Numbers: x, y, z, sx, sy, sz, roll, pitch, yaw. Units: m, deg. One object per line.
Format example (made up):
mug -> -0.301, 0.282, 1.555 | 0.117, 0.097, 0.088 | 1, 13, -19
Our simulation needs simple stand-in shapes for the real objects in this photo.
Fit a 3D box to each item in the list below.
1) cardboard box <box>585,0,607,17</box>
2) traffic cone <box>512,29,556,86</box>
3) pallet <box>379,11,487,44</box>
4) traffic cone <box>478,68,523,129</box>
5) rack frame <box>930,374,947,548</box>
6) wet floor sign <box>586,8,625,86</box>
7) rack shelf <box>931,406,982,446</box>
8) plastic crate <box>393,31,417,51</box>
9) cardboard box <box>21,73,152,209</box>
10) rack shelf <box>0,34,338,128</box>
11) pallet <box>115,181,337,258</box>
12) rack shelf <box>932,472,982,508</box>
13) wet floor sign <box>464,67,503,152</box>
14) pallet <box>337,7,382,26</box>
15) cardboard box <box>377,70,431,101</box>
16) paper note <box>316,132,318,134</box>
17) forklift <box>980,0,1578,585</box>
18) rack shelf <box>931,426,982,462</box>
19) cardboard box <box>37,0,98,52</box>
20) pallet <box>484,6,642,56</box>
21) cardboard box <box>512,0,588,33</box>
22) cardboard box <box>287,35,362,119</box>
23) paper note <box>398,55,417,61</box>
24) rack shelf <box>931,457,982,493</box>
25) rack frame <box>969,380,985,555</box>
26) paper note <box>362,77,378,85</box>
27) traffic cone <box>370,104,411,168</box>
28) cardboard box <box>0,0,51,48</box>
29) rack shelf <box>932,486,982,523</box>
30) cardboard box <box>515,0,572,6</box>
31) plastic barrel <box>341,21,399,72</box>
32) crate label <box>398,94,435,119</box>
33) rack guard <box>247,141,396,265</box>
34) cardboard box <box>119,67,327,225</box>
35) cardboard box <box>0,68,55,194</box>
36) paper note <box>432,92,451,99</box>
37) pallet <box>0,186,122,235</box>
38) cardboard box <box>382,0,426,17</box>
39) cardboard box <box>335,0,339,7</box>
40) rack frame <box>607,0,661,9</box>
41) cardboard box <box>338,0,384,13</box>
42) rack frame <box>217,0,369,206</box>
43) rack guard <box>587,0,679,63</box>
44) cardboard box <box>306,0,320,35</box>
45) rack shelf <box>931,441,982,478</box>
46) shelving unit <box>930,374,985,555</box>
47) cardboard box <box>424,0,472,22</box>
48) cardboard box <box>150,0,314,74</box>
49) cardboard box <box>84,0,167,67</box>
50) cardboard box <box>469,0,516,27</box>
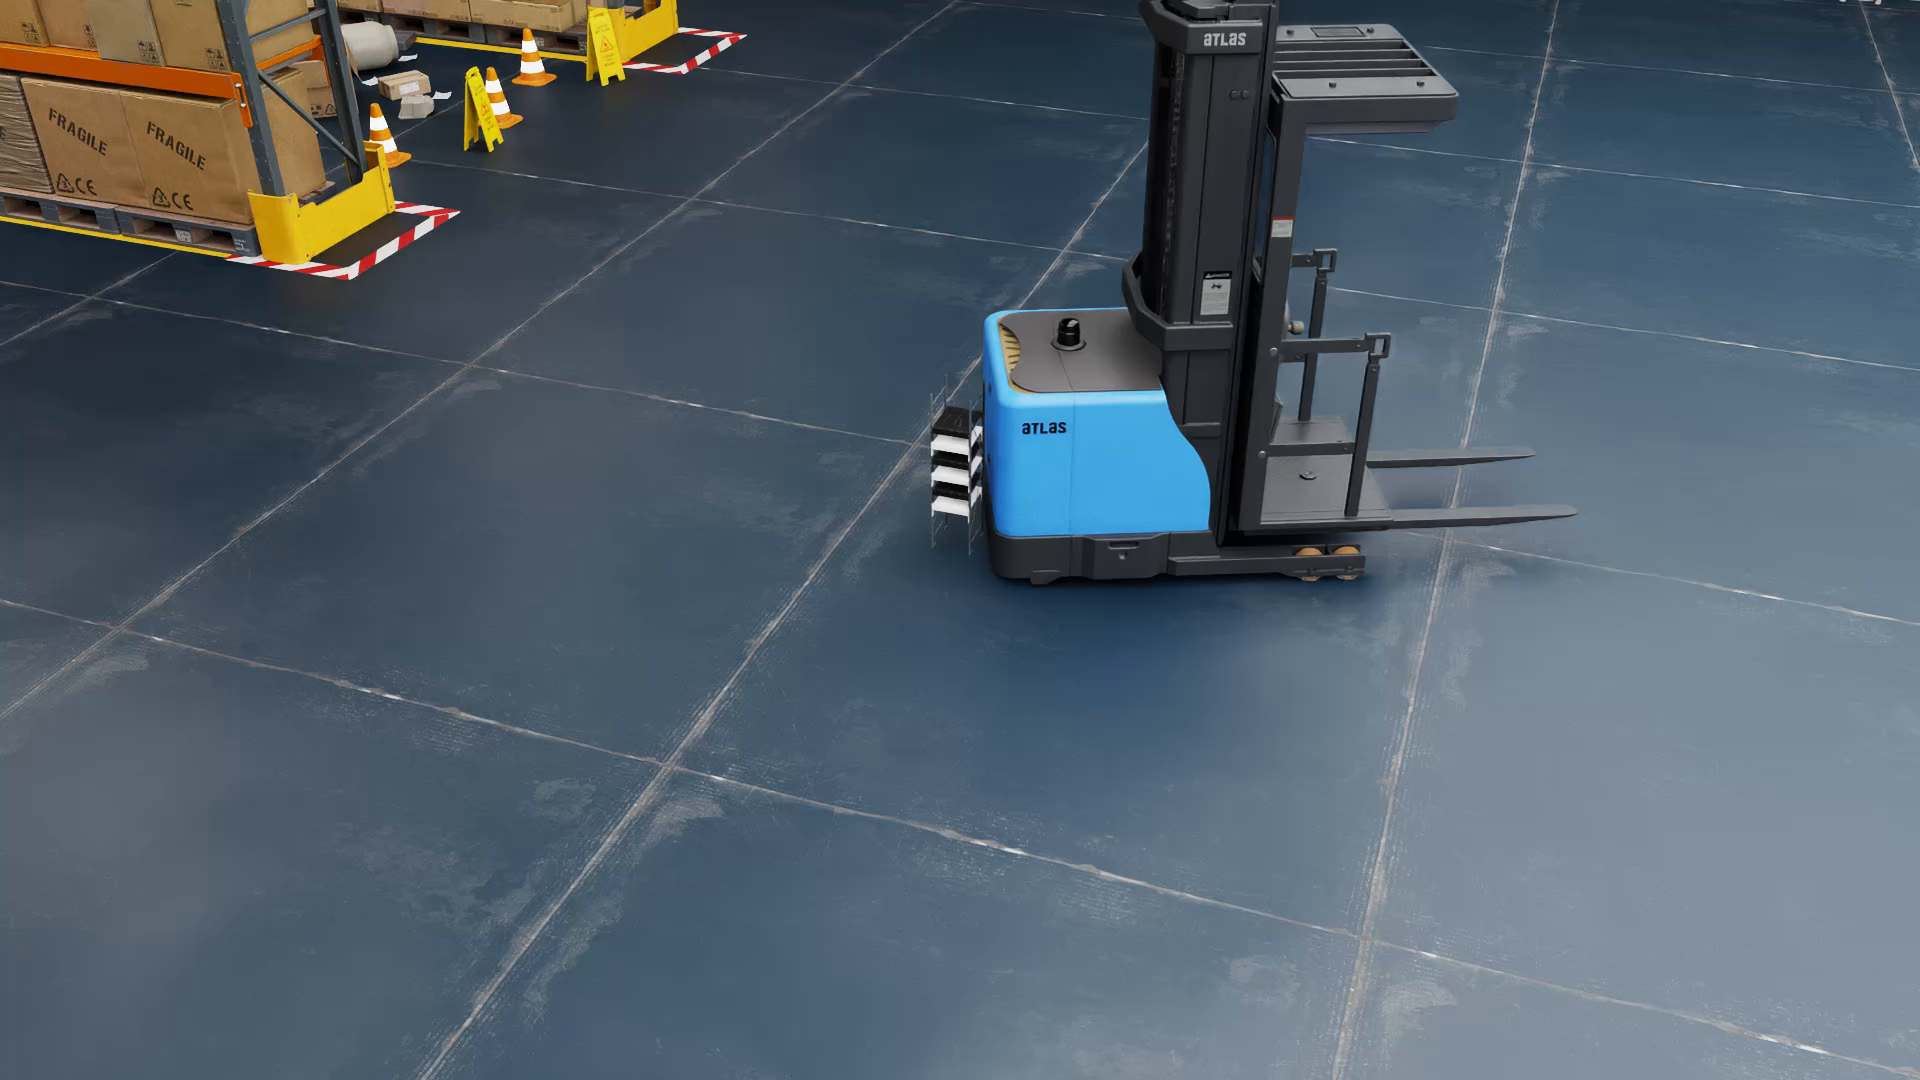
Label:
cardboard box -> -3.745, -5.386, 16.474 | 0.500, 0.250, 0.500 | 11, 34, 16
traffic cone -> -3.919, -4.430, 15.185 | 0.334, 0.463, 0.336 | 11, 34, 16
pallet -> -5.048, -5.309, 16.778 | 1.213, 0.211, 1.003 | 11, 34, 16
traffic cone -> -3.973, -3.801, 14.211 | 0.334, 0.463, 0.336 | 11, 34, 16
rack frame -> -0.108, -0.397, 8.535 | 0.006, 0.900, 0.240 | 10, 34, 15
wet floor sign -> -3.261, -4.506, 15.134 | 0.232, 0.644, 0.267 | 24, 40, 32
rack shelf -> -0.011, -0.578, 8.379 | 0.200, 0.077, 0.258 | 10, 34, 15
plastic crate -> -5.643, -4.875, 16.227 | 0.583, 0.080, 0.402 | 0, 33, 0
cardboard box -> -6.144, -3.064, 12.302 | 0.875, 0.875, 0.875 | 10, 34, 16
rack shelf -> -6.537, -3.594, 12.214 | 4.000, 0.370, 1.077 | 11, 34, 16
pallet -> -5.433, -2.465, 12.373 | 1.213, 0.211, 1.003 | 11, 34, 16
rack shelf -> -0.011, -0.276, 8.575 | 0.200, 0.077, 0.258 | 10, 34, 15
wet floor sign -> -3.959, -3.546, 13.648 | 0.232, 0.644, 0.267 | 5, 33, 8
pallet -> -6.200, -5.532, 17.123 | 1.213, 0.211, 1.003 | 11, 34, 16
cardboard box -> -4.994, -4.086, 14.942 | 0.380, 0.149, 0.250 | -25, 40, -33
paper note -> -5.518, -3.428, 14.033 | 0.142, 0.017, 0.144 | 24, 40, 32
forklift -> 1.649, -1.310, 8.076 | 3.031, 2.935, 1.130 | -2, 33, -3
rack shelf -> -0.011, -0.503, 8.428 | 0.200, 0.077, 0.258 | 10, 34, 15
cardboard box -> -6.028, -3.894, 11.877 | 0.550, 0.550, 0.875 | 11, 34, 16
pallet -> -3.903, -5.085, 16.431 | 1.213, 0.211, 1.003 | 11, 34, 16
cardboard box -> -3.953, -5.112, 16.050 | 0.500, 0.250, 0.500 | 11, 34, 16
cardboard box -> -5.587, -4.056, 14.568 | 0.637, 0.503, 0.797 | -11, 35, -17
paper note -> -5.260, -4.599, 15.845 | 0.148, 0.019, 0.142 | 0, 33, 0
rack shelf -> -0.011, -0.352, 8.526 | 0.200, 0.077, 0.258 | 10, 34, 15
rack frame -> 0.085, -0.362, 8.481 | 0.006, 0.900, 0.240 | 10, 34, 15
paper note -> -5.389, -4.212, 15.257 | 0.142, 0.019, 0.148 | 24, 40, 32
traffic cone -> -4.675, -3.286, 13.413 | 0.334, 0.463, 0.336 | 11, 34, 16
cardboard box -> -6.541, -3.970, 11.995 | 0.500, 0.550, 0.875 | 11, 34, 16
rack shelf -> -0.011, -0.200, 8.624 | 0.200, 0.077, 0.258 | 10, 34, 15
cardboard box -> -3.921, -5.426, 15.844 | 0.500, 0.500, 0.500 | 11, 35, 17
plastic barrel -> -5.534, -4.598, 15.482 | 0.512, 0.421, 0.421 | -18, 37, -25
crate label -> -4.734, -3.776, 14.473 | 0.298, 0.136, 0.250 | -6, 33, -9
rack guard -> -4.631, -2.475, 12.123 | 0.348, 0.500, 1.175 | 11, 34, 16
cardboard box -> -5.315, -2.904, 12.054 | 0.875, 0.875, 0.875 | 11, 35, 17
cardboard box -> -7.001, -3.232, 12.562 | 0.875, 0.875, 0.875 | 11, 35, 17
paper note -> -4.640, -3.985, 14.894 | 0.142, 0.019, 0.148 | 0, 33, 0
pallet -> -6.578, -2.689, 12.720 | 1.213, 0.211, 1.003 | 11, 34, 16
cardboard box -> -5.374, -5.396, 16.489 | 0.500, 0.250, 0.500 | 11, 34, 16
cardboard box -> -6.380, -5.583, 16.780 | 0.500, 0.250, 0.500 | 9, 34, 14
rack frame -> -3.079, -6.076, 15.395 | 0.127, 3.000, 1.000 | 11, 34, 16
cardboard box -> -5.874, -5.491, 16.638 | 0.500, 0.250, 0.500 | 13, 35, 19
rack frame -> -4.654, -3.530, 11.452 | 0.127, 3.000, 1.000 | 11, 34, 16
rack guard -> -3.151, -5.040, 16.095 | 0.348, 0.500, 1.175 | 11, 34, 16
cardboard box -> -6.295, -4.868, 15.826 | 0.500, 0.500, 0.500 | -18, 37, -25
rack shelf -> -0.011, -0.427, 8.477 | 0.200, 0.077, 0.258 | 10, 34, 15
shelving unit -> -0.011, -0.380, 8.508 | 0.210, 0.900, 0.258 | 10, 34, 15
cardboard box -> -4.910, -5.299, 16.340 | 0.500, 0.250, 0.500 | 10, 34, 15
cardboard box -> -5.018, -3.638, 11.480 | 0.550, 0.550, 0.875 | 11, 34, 16
cardboard box -> -5.544, -3.727, 11.619 | 0.550, 0.550, 0.875 | 11, 34, 16
cardboard box -> -4.416, -5.207, 16.196 | 0.500, 0.250, 0.500 | 11, 34, 17
